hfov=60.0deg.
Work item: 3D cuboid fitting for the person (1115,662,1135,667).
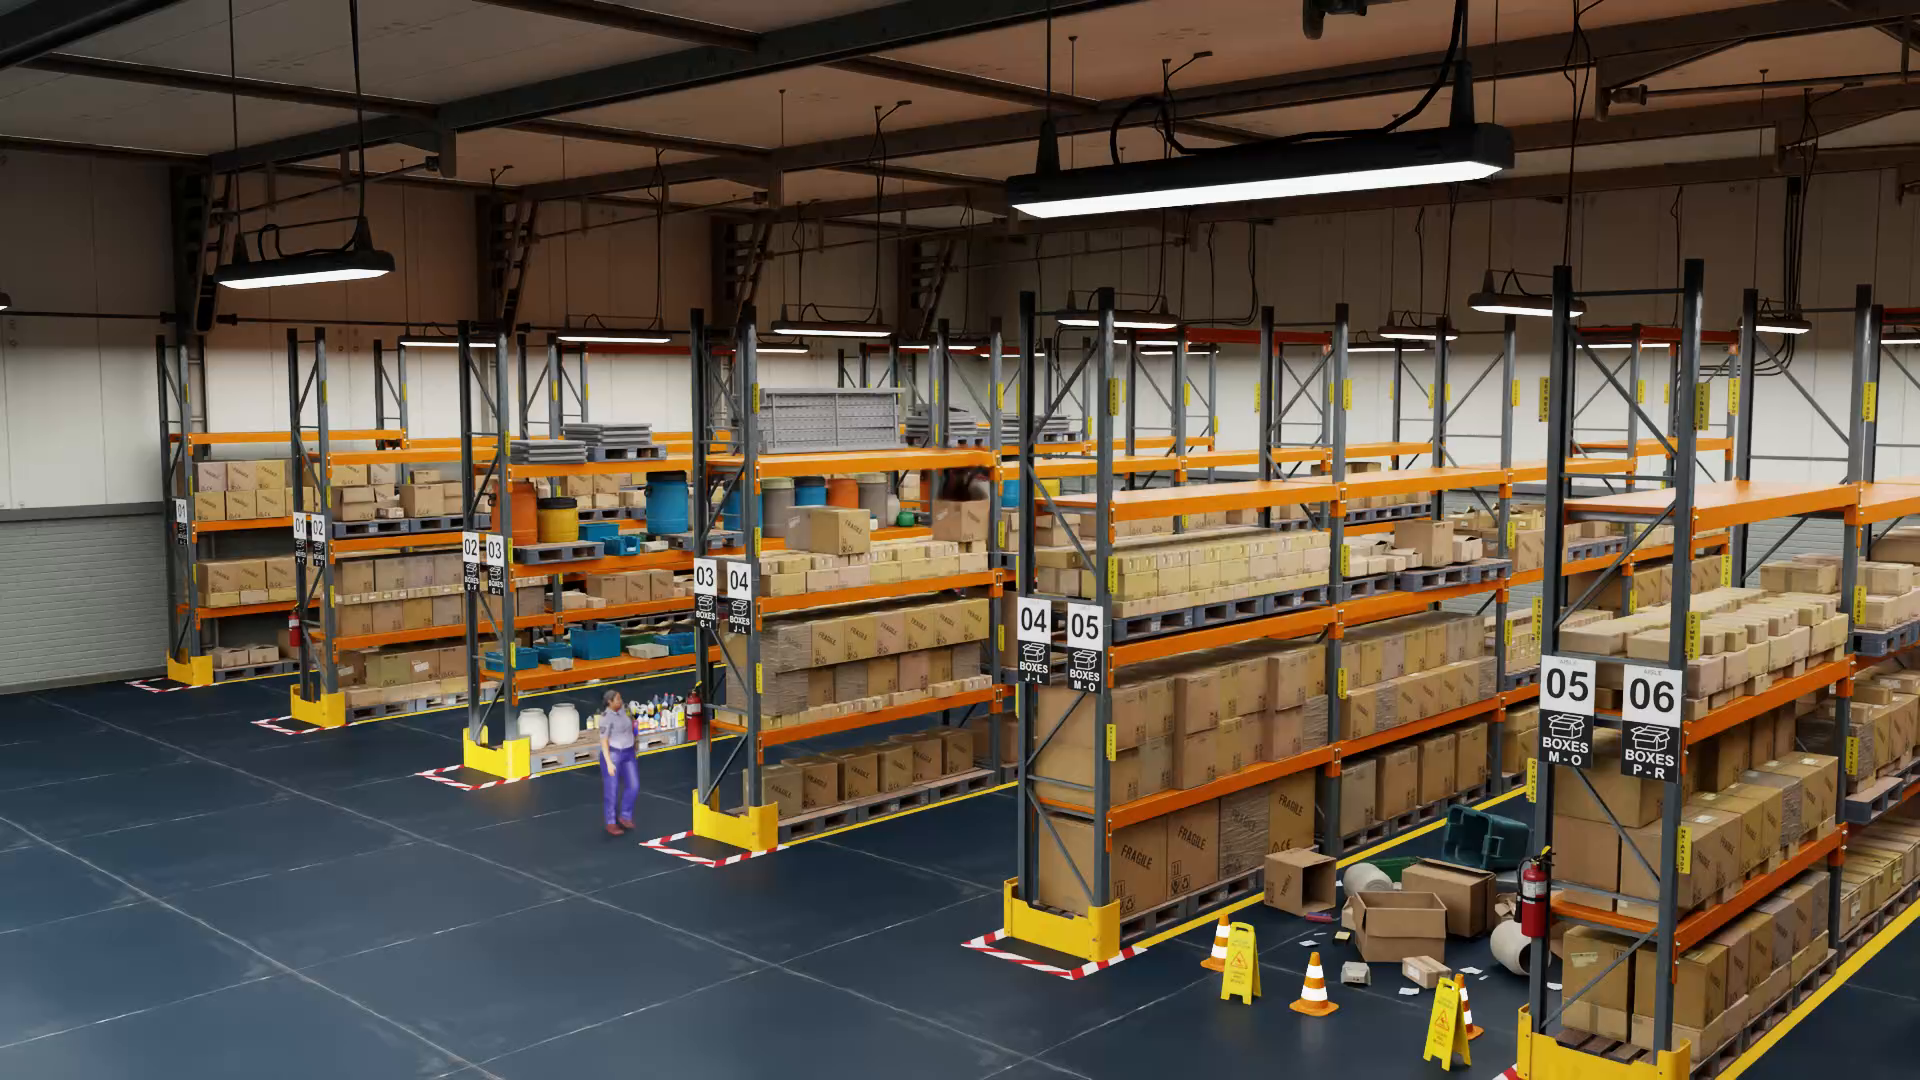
[{"bbox_3d":[1.986,2.291,21.233,0.529,1.689,1.087,4,7,35],"label":"person"}]

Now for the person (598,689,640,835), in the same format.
[{"bbox_3d":[-3.955,2.581,19.270,0.382,1.724,0.538,4,7,36],"label":"person"}]

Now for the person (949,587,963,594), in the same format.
[{"bbox_3d":[-0.010,1.139,33.396,0.580,1.799,0.450,-4,6,-34],"label":"person"}]
